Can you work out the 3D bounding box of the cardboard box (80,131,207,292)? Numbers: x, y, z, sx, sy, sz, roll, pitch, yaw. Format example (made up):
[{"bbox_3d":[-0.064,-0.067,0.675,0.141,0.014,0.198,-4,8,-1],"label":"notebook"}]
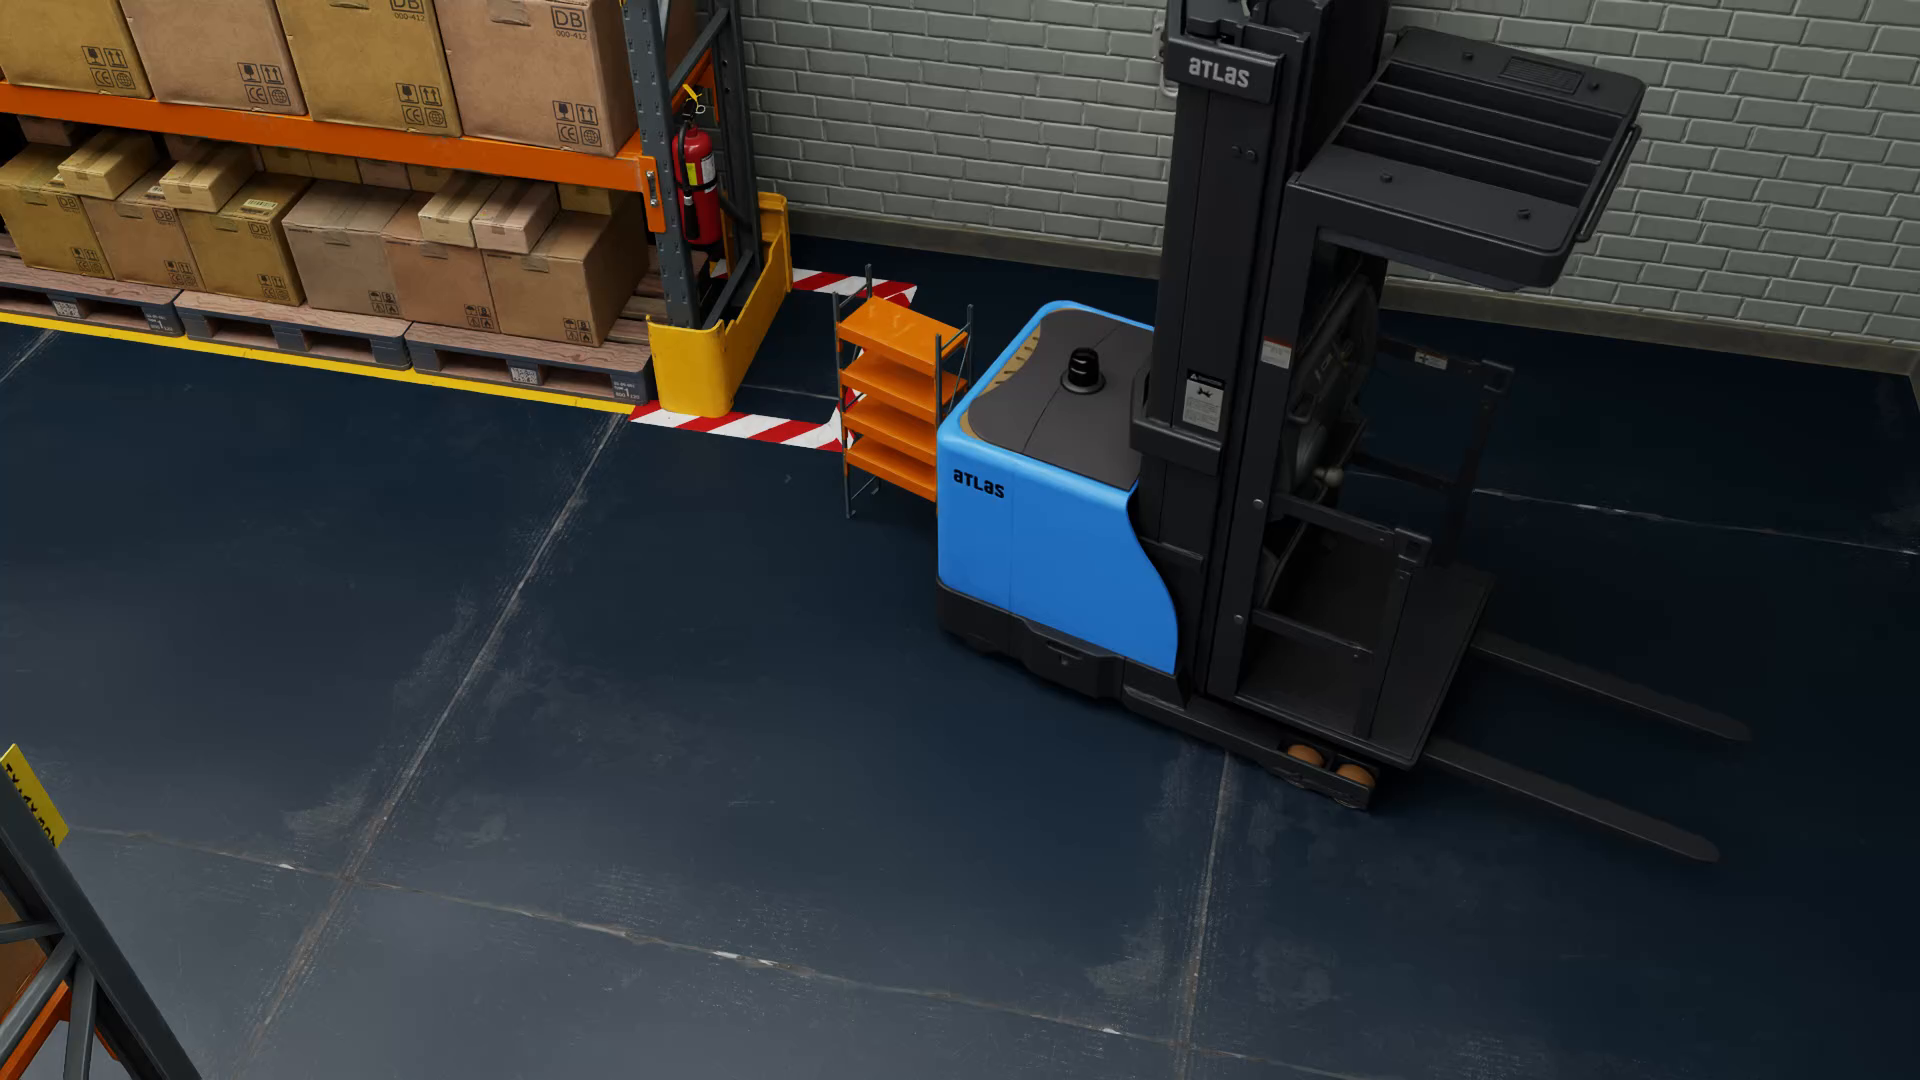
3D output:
[{"bbox_3d":[-3.871,-1.664,8.276,0.500,0.500,0.700,8,45,9],"label":"cardboard box"}]

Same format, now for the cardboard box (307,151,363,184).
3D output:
[{"bbox_3d":[-2.941,-1.899,8.052,0.250,0.149,0.380,9,45,9],"label":"cardboard box"}]

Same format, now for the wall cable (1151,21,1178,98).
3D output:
[{"bbox_3d":[0.292,-2.881,7.308,1.851,1.984,0.084,9,45,9],"label":"wall cable"}]

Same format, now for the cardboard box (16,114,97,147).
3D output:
[{"bbox_3d":[-4.458,-2.133,8.295,0.250,0.149,0.380,9,45,9],"label":"cardboard box"}]

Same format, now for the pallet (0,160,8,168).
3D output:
[{"bbox_3d":[-5.837,-1.736,8.861,1.213,0.211,1.003,9,45,9],"label":"pallet"}]

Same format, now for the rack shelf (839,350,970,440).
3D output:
[{"bbox_3d":[-0.223,-0.615,6.758,0.480,0.148,0.258,25,49,24],"label":"rack shelf"}]

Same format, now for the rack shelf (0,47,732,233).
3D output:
[{"bbox_3d":[-3.116,-2.113,7.761,4.000,0.370,1.077,9,45,9],"label":"rack shelf"}]

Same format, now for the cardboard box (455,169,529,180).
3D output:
[{"bbox_3d":[-2.198,-1.784,7.933,0.250,0.149,0.380,9,45,9],"label":"cardboard box"}]

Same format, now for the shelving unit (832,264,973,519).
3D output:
[{"bbox_3d":[-0.223,-0.502,6.867,0.503,1.200,0.258,25,49,24],"label":"shelving unit"}]

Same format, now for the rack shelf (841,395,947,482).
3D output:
[{"bbox_3d":[-0.223,-0.454,6.913,0.480,0.148,0.258,25,49,24],"label":"rack shelf"}]

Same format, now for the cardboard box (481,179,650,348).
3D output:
[{"bbox_3d":[-1.869,-1.358,7.958,0.500,0.500,0.700,9,45,9],"label":"cardboard box"}]

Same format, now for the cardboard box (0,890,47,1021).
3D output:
[{"bbox_3d":[-2.618,1.002,3.934,0.500,0.500,0.500,10,45,10],"label":"cardboard box"}]

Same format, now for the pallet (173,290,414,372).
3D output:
[{"bbox_3d":[-3.148,-1.319,8.428,1.213,0.211,1.003,9,45,9],"label":"pallet"}]

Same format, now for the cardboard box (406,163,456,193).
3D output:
[{"bbox_3d":[-2.442,-1.822,7.972,0.250,0.149,0.380,9,45,9],"label":"cardboard box"}]

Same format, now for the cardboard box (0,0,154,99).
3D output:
[{"bbox_3d":[-3.831,-2.575,7.506,0.700,0.700,0.980,8,44,8],"label":"cardboard box"}]

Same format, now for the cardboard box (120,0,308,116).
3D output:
[{"bbox_3d":[-3.118,-2.472,7.399,0.700,0.700,0.980,7,44,7],"label":"cardboard box"}]

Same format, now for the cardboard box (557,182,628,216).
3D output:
[{"bbox_3d":[-1.703,-1.708,7.854,0.250,0.149,0.380,9,45,9],"label":"cardboard box"}]

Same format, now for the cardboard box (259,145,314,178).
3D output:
[{"bbox_3d":[-3.188,-1.937,8.092,0.250,0.149,0.380,8,44,8],"label":"cardboard box"}]

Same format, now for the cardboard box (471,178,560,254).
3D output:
[{"bbox_3d":[-2.034,-1.488,7.625,0.250,0.149,0.380,8,45,9],"label":"cardboard box"}]

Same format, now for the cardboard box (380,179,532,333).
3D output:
[{"bbox_3d":[-2.357,-1.434,8.036,0.500,0.500,0.700,9,45,9],"label":"cardboard box"}]

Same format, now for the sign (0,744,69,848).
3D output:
[{"bbox_3d":[-2.124,0.605,3.794,0.005,0.325,0.100,9,45,9],"label":"sign"}]

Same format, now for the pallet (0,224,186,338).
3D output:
[{"bbox_3d":[-4.343,-1.502,8.618,1.213,0.211,1.003,9,45,9],"label":"pallet"}]

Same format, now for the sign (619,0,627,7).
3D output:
[{"bbox_3d":[-1.296,-2.206,6.333,0.005,0.325,0.100,9,45,9],"label":"sign"}]

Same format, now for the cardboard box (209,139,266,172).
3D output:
[{"bbox_3d":[-3.440,-1.976,8.132,0.250,0.149,0.380,9,45,9],"label":"cardboard box"}]

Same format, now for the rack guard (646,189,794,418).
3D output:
[{"bbox_3d":[-1.141,-1.165,8.060,0.348,0.500,1.175,9,45,9],"label":"rack guard"}]

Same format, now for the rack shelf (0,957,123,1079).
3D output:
[{"bbox_3d":[-4.194,1.240,4.277,4.000,0.370,1.077,9,45,9],"label":"rack shelf"}]

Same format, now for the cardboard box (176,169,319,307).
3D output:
[{"bbox_3d":[-3.370,-1.585,8.194,0.500,0.500,0.700,10,45,10],"label":"cardboard box"}]

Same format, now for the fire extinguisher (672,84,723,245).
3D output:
[{"bbox_3d":[-1.118,-1.572,7.004,0.183,0.674,0.296,9,45,9],"label":"fire extinguisher"}]

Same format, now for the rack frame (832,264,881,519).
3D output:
[{"bbox_3d":[-0.426,-0.597,6.965,0.015,1.200,0.240,25,49,24],"label":"rack frame"}]

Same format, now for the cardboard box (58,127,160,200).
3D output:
[{"bbox_3d":[-4.066,-1.801,7.950,0.250,0.149,0.380,10,45,10],"label":"cardboard box"}]

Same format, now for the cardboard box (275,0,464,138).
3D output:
[{"bbox_3d":[-2.376,-2.350,7.272,0.700,0.700,0.980,8,45,9],"label":"cardboard box"}]

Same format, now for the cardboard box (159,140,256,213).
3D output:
[{"bbox_3d":[-3.556,-1.722,7.868,0.250,0.149,0.380,8,44,8],"label":"cardboard box"}]

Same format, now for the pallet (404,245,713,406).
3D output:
[{"bbox_3d":[-1.961,-1.132,8.234,1.213,0.211,1.003,9,45,9],"label":"pallet"}]

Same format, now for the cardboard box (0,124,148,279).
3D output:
[{"bbox_3d":[-4.360,-1.743,8.357,0.500,0.500,0.700,9,45,10],"label":"cardboard box"}]

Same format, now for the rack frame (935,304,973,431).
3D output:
[{"bbox_3d":[-0.021,-0.408,6.768,0.015,1.200,0.240,25,49,24],"label":"rack frame"}]

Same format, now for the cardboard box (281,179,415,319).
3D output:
[{"bbox_3d":[-2.848,-1.509,8.115,0.500,0.500,0.700,7,44,8],"label":"cardboard box"}]

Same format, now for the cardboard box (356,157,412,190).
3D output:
[{"bbox_3d":[-2.690,-1.860,8.012,0.250,0.149,0.380,9,45,10],"label":"cardboard box"}]

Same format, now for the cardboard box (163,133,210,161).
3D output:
[{"bbox_3d":[-3.686,-2.015,8.172,0.250,0.149,0.380,8,44,8],"label":"cardboard box"}]

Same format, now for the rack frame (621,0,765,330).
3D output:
[{"bbox_3d":[-1.164,-2.069,7.196,0.127,3.000,1.000,9,45,9],"label":"rack frame"}]

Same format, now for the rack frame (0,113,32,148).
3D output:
[{"bbox_3d":[-5.068,-2.675,7.826,0.127,3.000,1.000,9,45,9],"label":"rack frame"}]

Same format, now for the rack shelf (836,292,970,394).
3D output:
[{"bbox_3d":[-0.223,-0.785,6.594,0.480,0.148,0.258,25,49,24],"label":"rack shelf"}]

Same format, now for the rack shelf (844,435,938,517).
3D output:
[{"bbox_3d":[-0.223,-0.311,7.051,0.480,0.148,0.258,25,49,24],"label":"rack shelf"}]

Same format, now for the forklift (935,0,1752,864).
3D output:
[{"bbox_3d":[1.442,-0.487,5.602,3.031,2.935,1.130,21,48,20],"label":"forklift"}]

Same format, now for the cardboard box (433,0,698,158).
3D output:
[{"bbox_3d":[-1.664,-2.247,7.166,0.700,0.700,0.980,11,45,11],"label":"cardboard box"}]

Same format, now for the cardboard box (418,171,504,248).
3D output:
[{"bbox_3d":[-2.284,-1.526,7.664,0.250,0.149,0.380,10,45,10],"label":"cardboard box"}]
